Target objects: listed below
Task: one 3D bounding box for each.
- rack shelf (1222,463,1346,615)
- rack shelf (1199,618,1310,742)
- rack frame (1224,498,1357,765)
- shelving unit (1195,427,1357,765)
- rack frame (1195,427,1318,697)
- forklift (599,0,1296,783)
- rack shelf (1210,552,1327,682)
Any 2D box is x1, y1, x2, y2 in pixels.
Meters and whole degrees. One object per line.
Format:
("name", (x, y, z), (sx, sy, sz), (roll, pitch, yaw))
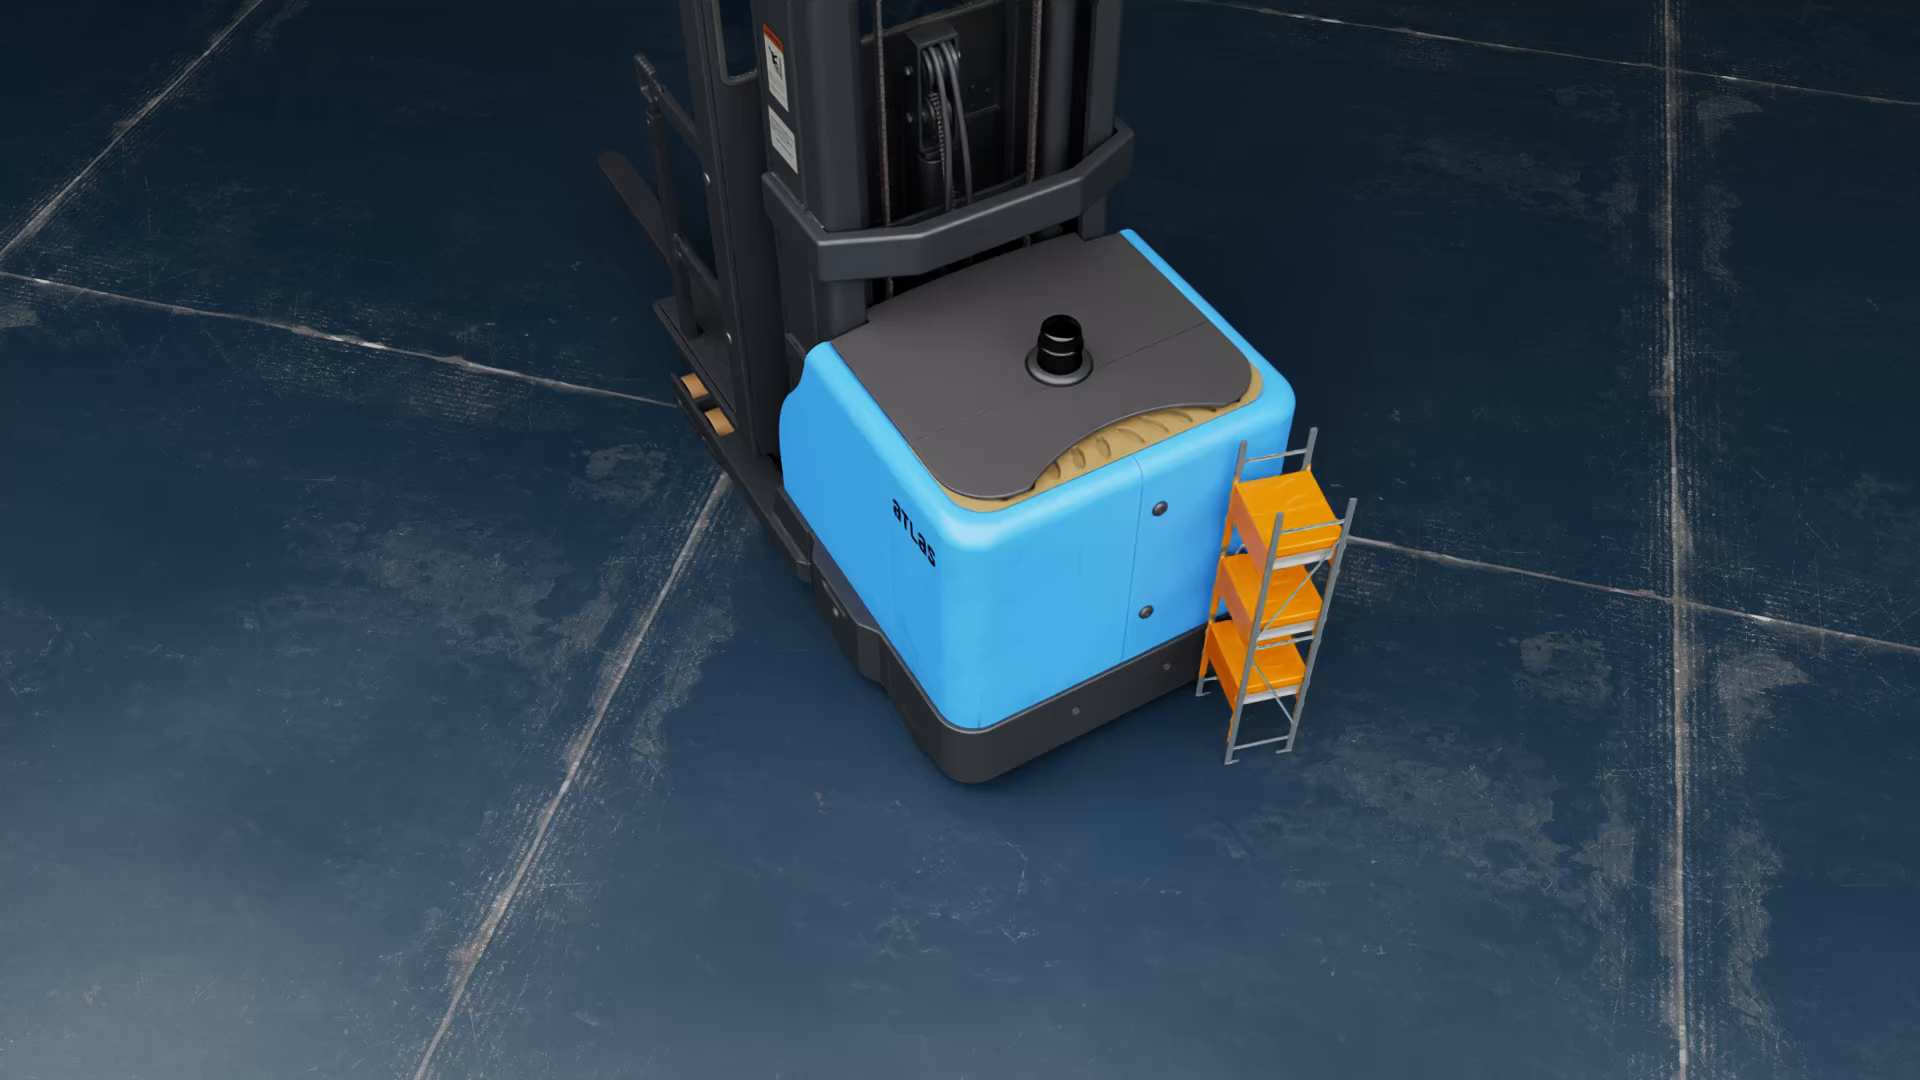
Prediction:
("rack shelf", (0.812, -0.002, 4.187), (0.215, 0.259, 0.240), (-11, 49, -9))
("rack shelf", (0.812, 0.369, 4.608), (0.215, 0.259, 0.240), (-11, 49, -9))
("rack frame", (0.842, 0.267, 4.314), (0.200, 1.050, 0.008), (-11, 49, -9))
("shelving unit", (0.812, 0.179, 4.392), (0.215, 1.050, 0.252), (-11, 49, -9))
("rack frame", (0.783, 0.090, 4.470), (0.200, 1.050, 0.008), (-11, 49, -9))
("forklift", (-0.308, -1.405, 4.535), (1.130, 2.935, 3.031), (-23, 53, -19))
("rack shelf", (0.812, 0.186, 4.400), (0.215, 0.259, 0.240), (-11, 49, -9))
